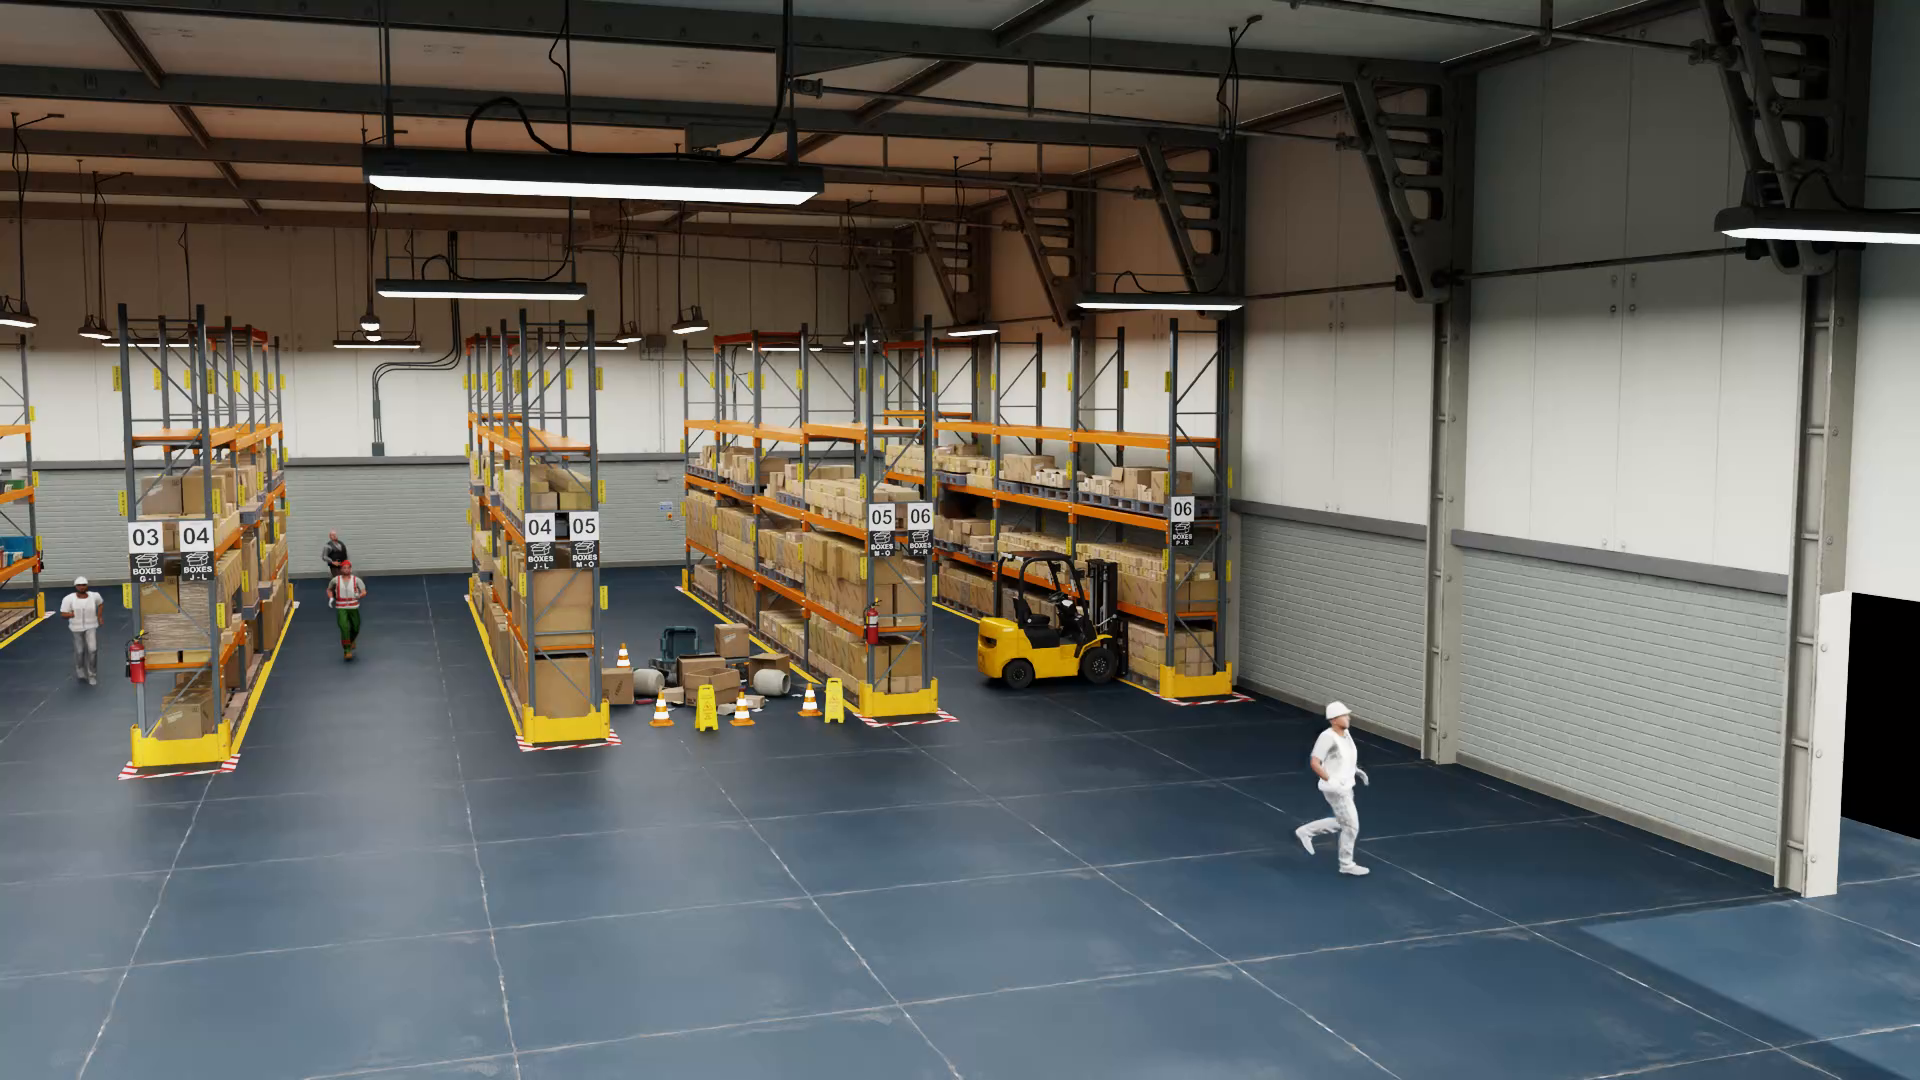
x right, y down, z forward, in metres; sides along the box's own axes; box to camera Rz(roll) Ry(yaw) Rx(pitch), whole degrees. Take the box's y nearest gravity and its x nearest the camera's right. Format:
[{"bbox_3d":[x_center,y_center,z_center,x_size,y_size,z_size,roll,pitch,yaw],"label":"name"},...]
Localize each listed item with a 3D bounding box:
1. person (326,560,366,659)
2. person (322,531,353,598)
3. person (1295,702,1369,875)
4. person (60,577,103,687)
[{"bbox_3d":[-11.149,1.250,30.257,0.669,1.766,0.928,-3,6,-25],"label":"person"},{"bbox_3d":[-13.928,0.639,37.278,0.758,1.700,0.703,5,7,40],"label":"person"},{"bbox_3d":[3.805,2.521,16.994,0.812,1.748,0.720,3,6,30],"label":"person"},{"bbox_3d":[-14.557,1.506,27.607,0.635,1.814,0.841,-3,6,-28],"label":"person"}]
